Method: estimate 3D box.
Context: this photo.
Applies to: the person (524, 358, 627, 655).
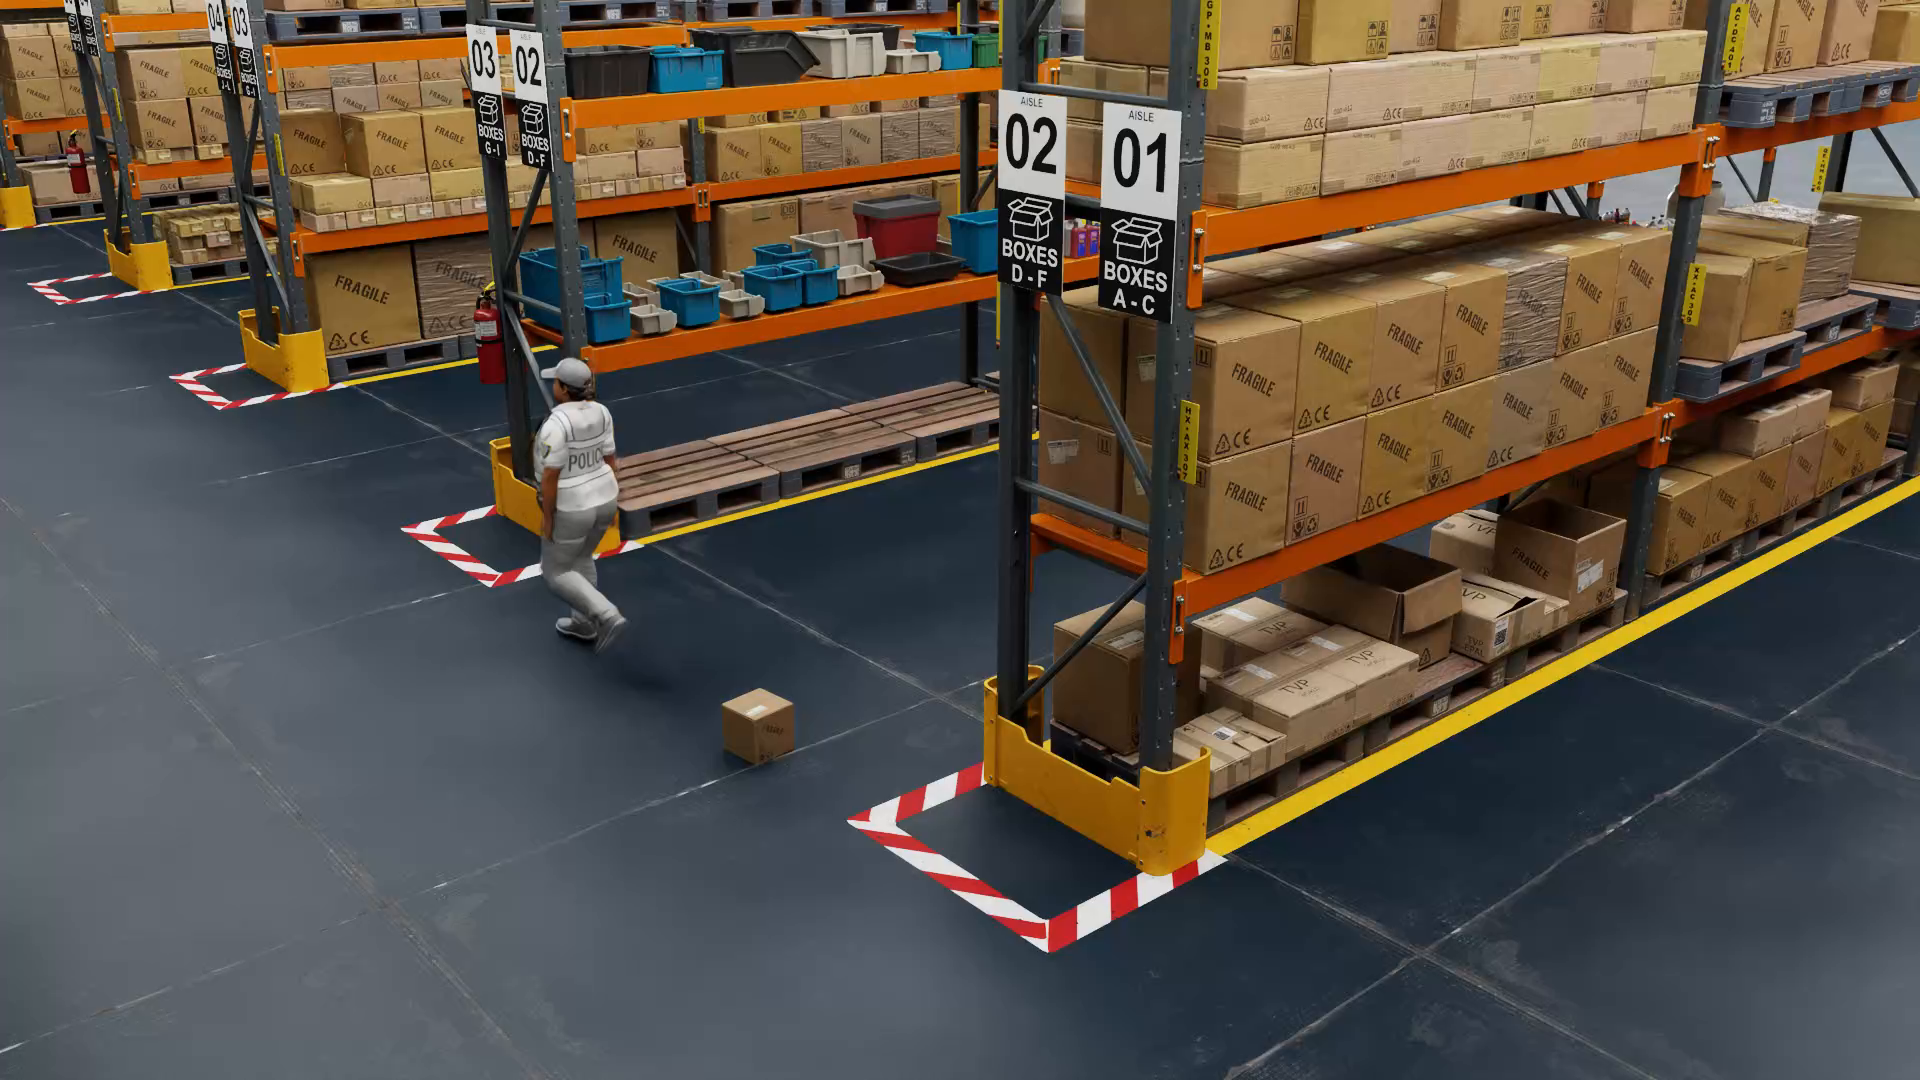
[{"bbox_3d":[-2.035,-0.172,8.981,0.727,1.636,0.482,13,25,31],"label":"person"}]
